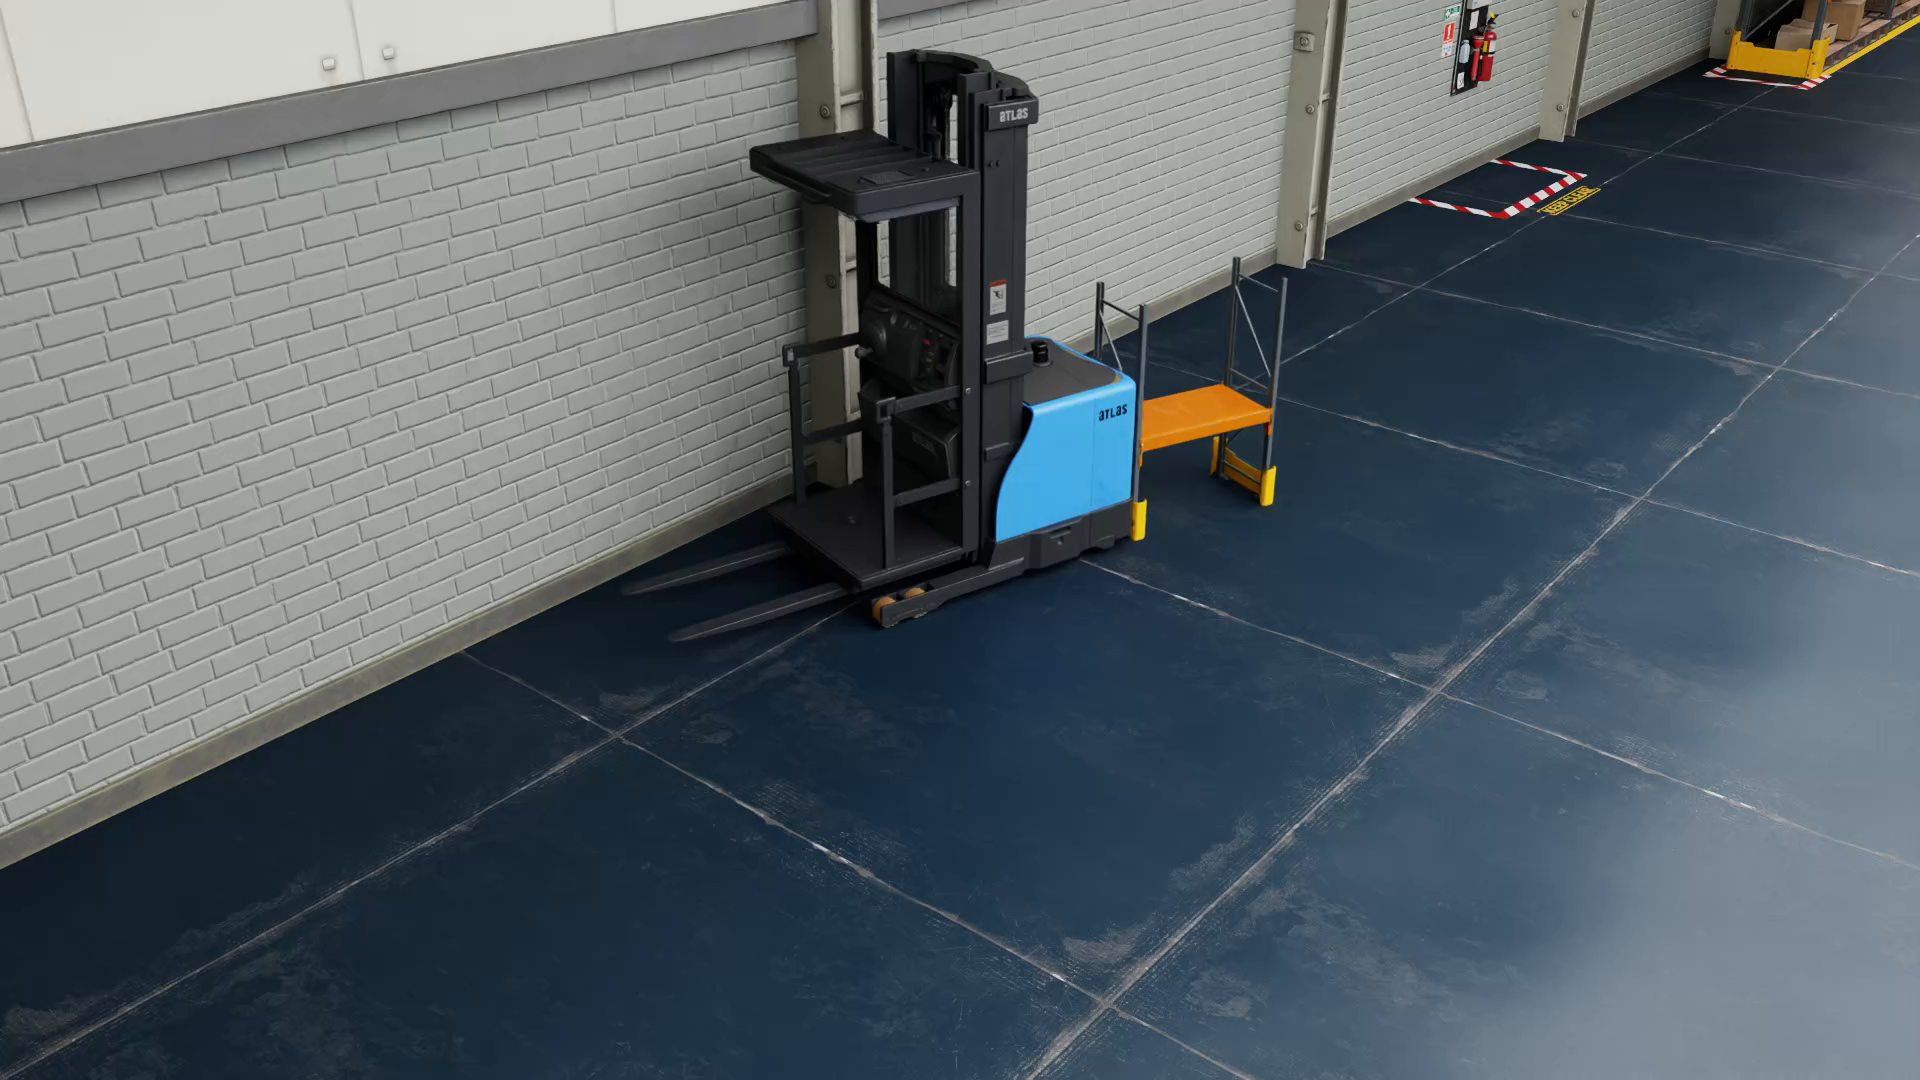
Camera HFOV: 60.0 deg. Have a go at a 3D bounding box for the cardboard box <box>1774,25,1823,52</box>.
[{"bbox_3d":[11.456,-6.860,22.694,0.500,0.311,0.500,17,32,29],"label":"cardboard box"}]

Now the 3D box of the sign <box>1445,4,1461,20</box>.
[{"bbox_3d":[4.885,-5.233,16.486,0.001,0.109,0.331,21,34,34],"label":"sign"}]

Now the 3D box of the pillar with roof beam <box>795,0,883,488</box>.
[{"bbox_3d":[2.597,-3.166,6.575,9.100,9.000,0.400,21,34,34],"label":"pillar with roof beam"}]

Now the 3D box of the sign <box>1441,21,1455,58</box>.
[{"bbox_3d":[4.875,-4.999,16.609,0.001,0.329,0.234,21,34,34],"label":"sign"}]

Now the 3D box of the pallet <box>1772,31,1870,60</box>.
[{"bbox_3d":[12.315,-7.137,23.816,1.003,0.211,1.213,21,34,34],"label":"pallet"}]

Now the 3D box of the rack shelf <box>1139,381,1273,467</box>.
[{"bbox_3d":[1.400,-0.739,10.437,1.000,0.185,0.538,-14,31,-25],"label":"rack shelf"}]

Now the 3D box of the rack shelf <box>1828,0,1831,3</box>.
[{"bbox_3d":[12.218,-8.030,23.290,1.077,0.370,4.000,21,34,34],"label":"rack shelf"}]

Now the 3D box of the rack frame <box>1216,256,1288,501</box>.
[{"bbox_3d":[1.845,-1.011,10.572,0.032,1.500,0.500,-14,31,-25],"label":"rack frame"}]

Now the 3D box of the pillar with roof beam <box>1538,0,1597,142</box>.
[{"bbox_3d":[10.229,-7.420,14.800,9.100,9.000,0.400,21,34,34],"label":"pillar with roof beam"}]

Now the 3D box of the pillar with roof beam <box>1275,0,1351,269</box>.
[{"bbox_3d":[6.413,-5.293,10.688,9.100,9.000,0.400,21,34,34],"label":"pillar with roof beam"}]

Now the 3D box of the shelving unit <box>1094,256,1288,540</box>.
[{"bbox_3d":[1.408,-0.900,10.358,1.083,1.500,0.587,-14,31,-25],"label":"shelving unit"}]

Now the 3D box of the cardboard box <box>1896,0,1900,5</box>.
[{"bbox_3d":[14.236,-8.607,25.865,0.700,0.500,0.500,20,33,33],"label":"cardboard box"}]

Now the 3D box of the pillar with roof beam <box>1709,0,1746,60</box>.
[{"bbox_3d":[14.046,-9.547,18.912,9.100,9.000,0.400,21,34,34],"label":"pillar with roof beam"}]

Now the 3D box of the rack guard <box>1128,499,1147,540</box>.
[{"bbox_3d":[0.972,-0.235,10.432,0.087,0.250,0.587,-14,31,-25],"label":"rack guard"}]

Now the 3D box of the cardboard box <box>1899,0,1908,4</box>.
[{"bbox_3d":[14.591,-8.776,26.192,0.700,0.500,0.500,21,34,35],"label":"cardboard box"}]

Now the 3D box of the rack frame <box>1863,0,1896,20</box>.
[{"bbox_3d":[13.490,-9.058,24.495,1.000,3.000,0.127,21,34,34],"label":"rack frame"}]

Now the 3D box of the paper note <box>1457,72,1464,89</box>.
[{"bbox_3d":[5.140,-4.715,17.058,0.016,0.148,0.142,21,34,34],"label":"paper note"}]

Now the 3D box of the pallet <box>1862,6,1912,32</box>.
[{"bbox_3d":[13.985,-8.096,25.670,1.003,0.211,1.213,21,34,34],"label":"pallet"}]

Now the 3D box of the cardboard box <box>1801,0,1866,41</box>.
[{"bbox_3d":[12.324,-7.392,23.516,0.700,0.500,0.500,18,33,31],"label":"cardboard box"}]

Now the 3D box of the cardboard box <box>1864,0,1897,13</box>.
[{"bbox_3d":[13.946,-8.409,25.482,0.700,0.500,0.500,22,35,36],"label":"cardboard box"}]

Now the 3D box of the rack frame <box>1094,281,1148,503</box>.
[{"bbox_3d":[0.955,-0.786,10.136,0.032,1.500,0.500,-14,31,-25],"label":"rack frame"}]

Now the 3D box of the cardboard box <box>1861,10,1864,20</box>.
[{"bbox_3d":[13.173,-7.797,24.662,0.380,0.166,0.250,16,31,28],"label":"cardboard box"}]

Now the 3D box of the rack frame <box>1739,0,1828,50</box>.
[{"bbox_3d":[10.946,-7.640,21.754,1.000,3.000,0.127,21,34,34],"label":"rack frame"}]

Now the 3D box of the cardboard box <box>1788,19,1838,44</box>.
[{"bbox_3d":[11.818,-7.062,23.085,0.500,0.311,0.500,24,36,38],"label":"cardboard box"}]

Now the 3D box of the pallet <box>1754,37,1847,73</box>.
[{"bbox_3d":[11.539,-6.706,22.984,1.003,0.211,1.213,21,34,34],"label":"pallet"}]

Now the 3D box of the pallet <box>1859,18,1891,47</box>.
[{"bbox_3d":[13.091,-7.571,24.656,1.003,0.211,1.213,21,34,34],"label":"pallet"}]

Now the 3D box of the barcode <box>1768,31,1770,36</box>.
[{"bbox_3d":[11.159,-6.988,22.930,0.001,0.075,0.075,21,34,34],"label":"barcode"}]

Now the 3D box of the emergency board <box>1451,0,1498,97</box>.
[{"bbox_3d":[5.306,-5.149,16.938,0.194,1.169,0.643,21,34,34],"label":"emergency board"}]

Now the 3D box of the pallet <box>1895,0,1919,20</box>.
[{"bbox_3d":[14.760,-8.531,26.510,1.003,0.211,1.213,21,34,34],"label":"pallet"}]

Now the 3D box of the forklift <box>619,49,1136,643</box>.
[{"bbox_3d":[-0.455,-1.089,9.165,3.031,2.935,1.130,-18,32,-30],"label":"forklift"}]

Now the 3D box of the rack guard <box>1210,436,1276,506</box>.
[{"bbox_3d":[1.844,-0.456,10.859,0.087,0.250,0.587,-14,31,-25],"label":"rack guard"}]

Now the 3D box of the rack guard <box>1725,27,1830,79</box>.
[{"bbox_3d":[10.995,-6.557,22.380,1.175,0.500,0.348,21,34,34],"label":"rack guard"}]
